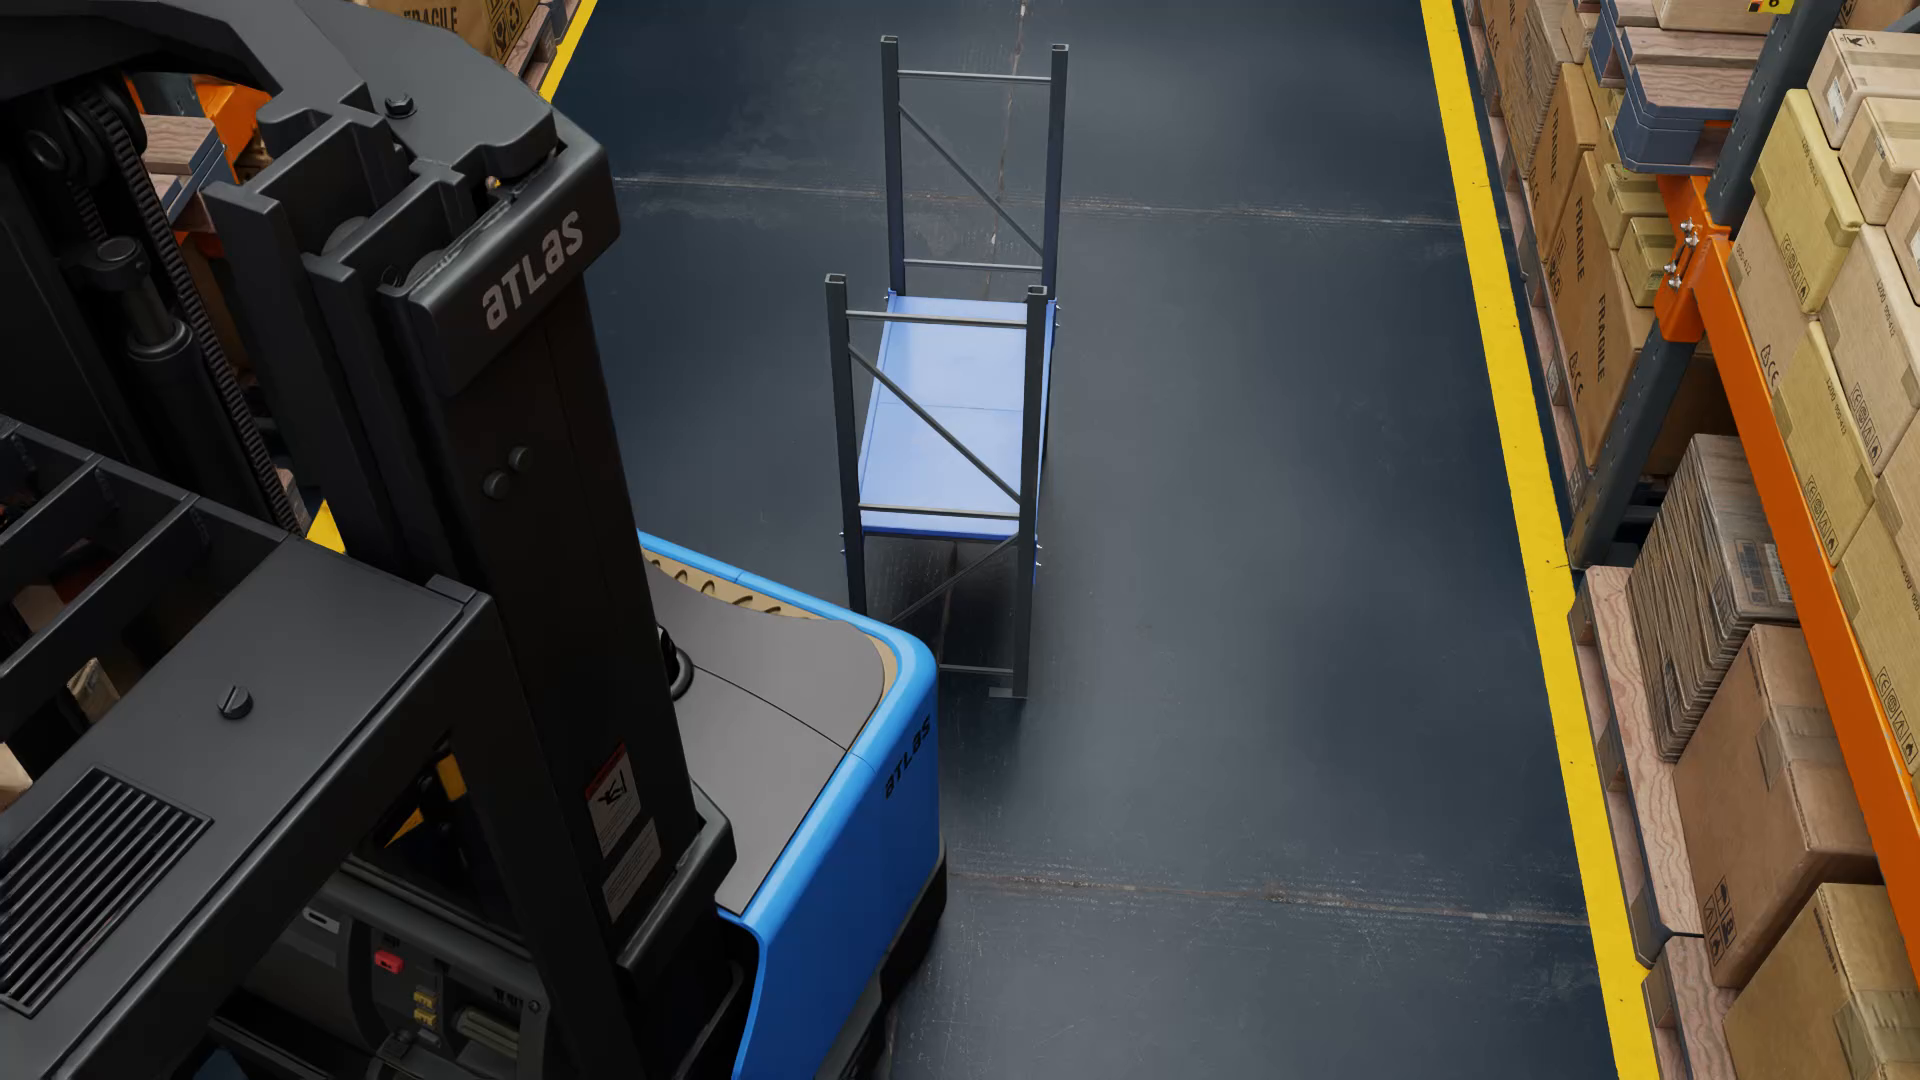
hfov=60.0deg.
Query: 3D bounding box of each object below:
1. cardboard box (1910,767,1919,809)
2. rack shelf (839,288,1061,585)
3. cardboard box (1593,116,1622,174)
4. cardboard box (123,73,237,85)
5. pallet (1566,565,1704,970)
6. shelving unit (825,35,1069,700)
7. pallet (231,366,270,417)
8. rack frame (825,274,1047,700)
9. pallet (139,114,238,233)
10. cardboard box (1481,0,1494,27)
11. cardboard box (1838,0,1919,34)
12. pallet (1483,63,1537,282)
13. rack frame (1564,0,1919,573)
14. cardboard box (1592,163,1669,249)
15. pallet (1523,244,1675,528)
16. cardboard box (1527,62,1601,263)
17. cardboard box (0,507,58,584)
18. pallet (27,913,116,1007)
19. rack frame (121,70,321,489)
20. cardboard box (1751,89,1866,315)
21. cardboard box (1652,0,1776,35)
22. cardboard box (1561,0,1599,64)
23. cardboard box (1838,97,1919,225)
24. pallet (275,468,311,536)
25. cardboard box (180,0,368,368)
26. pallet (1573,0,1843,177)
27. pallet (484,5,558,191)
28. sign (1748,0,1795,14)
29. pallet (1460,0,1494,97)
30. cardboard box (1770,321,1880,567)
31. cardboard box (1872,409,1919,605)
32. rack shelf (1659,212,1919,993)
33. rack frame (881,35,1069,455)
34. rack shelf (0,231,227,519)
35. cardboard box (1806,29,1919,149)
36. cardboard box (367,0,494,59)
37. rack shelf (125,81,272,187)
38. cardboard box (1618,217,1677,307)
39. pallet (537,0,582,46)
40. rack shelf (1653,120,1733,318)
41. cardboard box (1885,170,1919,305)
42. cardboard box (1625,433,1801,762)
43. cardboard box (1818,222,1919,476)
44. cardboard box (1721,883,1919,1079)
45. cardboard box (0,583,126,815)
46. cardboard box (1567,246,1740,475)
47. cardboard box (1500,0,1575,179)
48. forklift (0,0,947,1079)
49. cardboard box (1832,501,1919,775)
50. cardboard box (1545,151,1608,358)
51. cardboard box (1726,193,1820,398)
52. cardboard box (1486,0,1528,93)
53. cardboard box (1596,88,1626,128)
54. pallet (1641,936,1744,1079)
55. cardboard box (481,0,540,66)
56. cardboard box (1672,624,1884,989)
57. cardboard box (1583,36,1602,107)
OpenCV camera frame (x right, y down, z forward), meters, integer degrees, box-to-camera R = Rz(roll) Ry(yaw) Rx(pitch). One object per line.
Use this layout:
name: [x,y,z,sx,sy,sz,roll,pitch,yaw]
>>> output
cardboard box: [1.975,0.564,2.803,0.500,0.250,0.500,5,48,5]
rack shelf: [-0.008,-0.322,4.772,0.538,0.185,1.000,4,48,4]
cardboard box: [2.253,-1.215,5.299,0.380,0.149,0.250,2,48,2]
cardboard box: [-2.250,-1.548,4.735,0.500,0.250,0.500,3,48,3]
pallet: [2.284,0.618,4.542,1.003,0.211,1.213,4,48,4]
shelving unit: [-0.008,-0.443,4.639,0.538,1.500,1.048,4,48,4]
pallet: [-2.398,-0.890,5.921,1.003,0.211,1.213,4,48,4]
rack frame: [-0.054,-0.070,4.298,0.500,1.500,0.032,4,48,4]
pallet: [-2.504,-0.661,3.952,1.213,0.211,1.003,4,48,4]
cardboard box: [2.456,-2.430,6.850,0.500,0.500,0.500,3,48,3]
cardboard box: [2.601,-1.468,4.208,0.500,0.500,0.500,6,48,5]
pallet: [2.618,-1.424,6.410,1.003,0.211,1.213,4,48,4]
rack frame: [2.398,-0.925,4.064,1.000,3.000,0.127,4,48,4]
cardboard box: [2.185,-1.025,5.124,0.380,0.149,0.250,2,48,2]
pallet: [2.504,-0.530,5.592,1.003,0.211,1.213,4,48,4]
cardboard box: [2.324,-1.300,5.816,0.500,0.500,0.500,6,48,5]
cardboard box: [-2.607,-0.097,4.802,0.950,0.372,0.625,1,48,1]
pallet: [-2.732,1.153,4.052,1.003,0.211,1.213,4,48,4]
rack frame: [-2.545,-1.256,4.366,1.000,3.000,0.127,4,48,4]
cardboard box: [2.090,-0.735,3.653,0.500,0.250,0.500,4,48,3]
cardboard box: [2.076,-1.491,4.466,0.380,0.149,0.250,5,48,4]
cardboard box: [2.340,-1.795,5.829,0.380,0.149,0.250,2,48,2]
cardboard box: [2.053,-0.767,3.412,0.380,0.149,0.250,5,48,4]
pallet: [-2.618,0.259,4.870,1.003,0.211,1.213,4,48,4]
cardboard box: [-2.400,-1.183,5.455,0.875,0.875,0.875,3,48,3]
pallet: [2.390,-1.363,4.594,1.213,0.211,1.003,4,48,4]
pallet: [-2.285,-1.784,6.738,1.003,0.211,1.213,4,48,4]
sign: [1.857,-1.319,3.693,0.100,0.325,0.005,4,48,4]
pallet: [2.726,-2.323,7.232,1.003,0.211,1.213,4,48,4]
cardboard box: [2.064,-0.196,3.498,0.500,0.250,0.500,3,48,3]
cardboard box: [2.002,0.017,2.964,0.500,0.250,0.500,3,48,3]
rack shelf: [2.216,0.787,2.985,1.077,0.370,4.000,4,48,4]
rack frame: [0.039,-0.817,4.981,0.500,1.500,0.032,4,48,4]
rack shelf: [-2.727,0.456,3.288,1.077,0.370,4.000,4,48,4]
cardboard box: [2.076,-0.964,3.591,0.380,0.149,0.250,5,48,5]
cardboard box: [-2.314,-1.838,6.054,0.875,0.875,0.875,4,48,4]
rack shelf: [-2.363,-2.483,5.976,1.077,0.370,4.000,4,48,4]
cardboard box: [2.191,-0.822,4.939,0.380,0.149,0.250,2,48,2]
pallet: [-2.176,-2.683,7.560,1.003,0.211,1.213,4,48,4]
rack shelf: [2.580,-2.152,5.673,1.077,0.370,4.000,4,48,4]
cardboard box: [2.055,-0.577,3.237,0.380,0.149,0.250,5,48,5]
cardboard box: [2.328,0.192,4.366,0.875,0.625,0.625,5,48,5]
cardboard box: [2.068,-0.366,3.315,0.500,0.250,0.500,5,48,5]
cardboard box: [2.215,1.167,3.474,0.875,0.625,0.625,2,48,2]
cardboard box: [-2.666,0.446,4.305,0.950,0.372,0.625,3,48,3]
cardboard box: [2.223,-0.549,5.128,0.500,0.500,0.500,5,48,5]
cardboard box: [2.352,-1.683,6.166,0.500,0.500,0.500,2,48,2]
forklift: [-1.132,0.783,2.547,1.130,2.935,3.031,20,51,17]
cardboard box: [2.024,0.183,3.151,0.500,0.250,0.500,2,48,2]
cardboard box: [2.279,-0.916,5.464,0.500,0.500,0.500,3,48,3]
cardboard box: [2.114,-0.565,3.836,0.500,0.250,0.500,4,48,4]
cardboard box: [2.406,-2.064,6.514,0.500,0.500,0.500,3,48,2]
cardboard box: [2.322,-1.406,5.473,0.380,0.149,0.250,5,48,5]
pallet: [2.171,1.512,3.724,1.003,0.211,1.213,4,48,4]
cardboard box: [-2.232,-2.495,6.655,0.875,0.875,0.875,5,48,5]
cardboard box: [2.276,0.673,3.927,0.875,0.625,0.625,5,48,5]
cardboard box: [2.344,-1.590,5.641,0.380,0.149,0.250,3,48,3]
